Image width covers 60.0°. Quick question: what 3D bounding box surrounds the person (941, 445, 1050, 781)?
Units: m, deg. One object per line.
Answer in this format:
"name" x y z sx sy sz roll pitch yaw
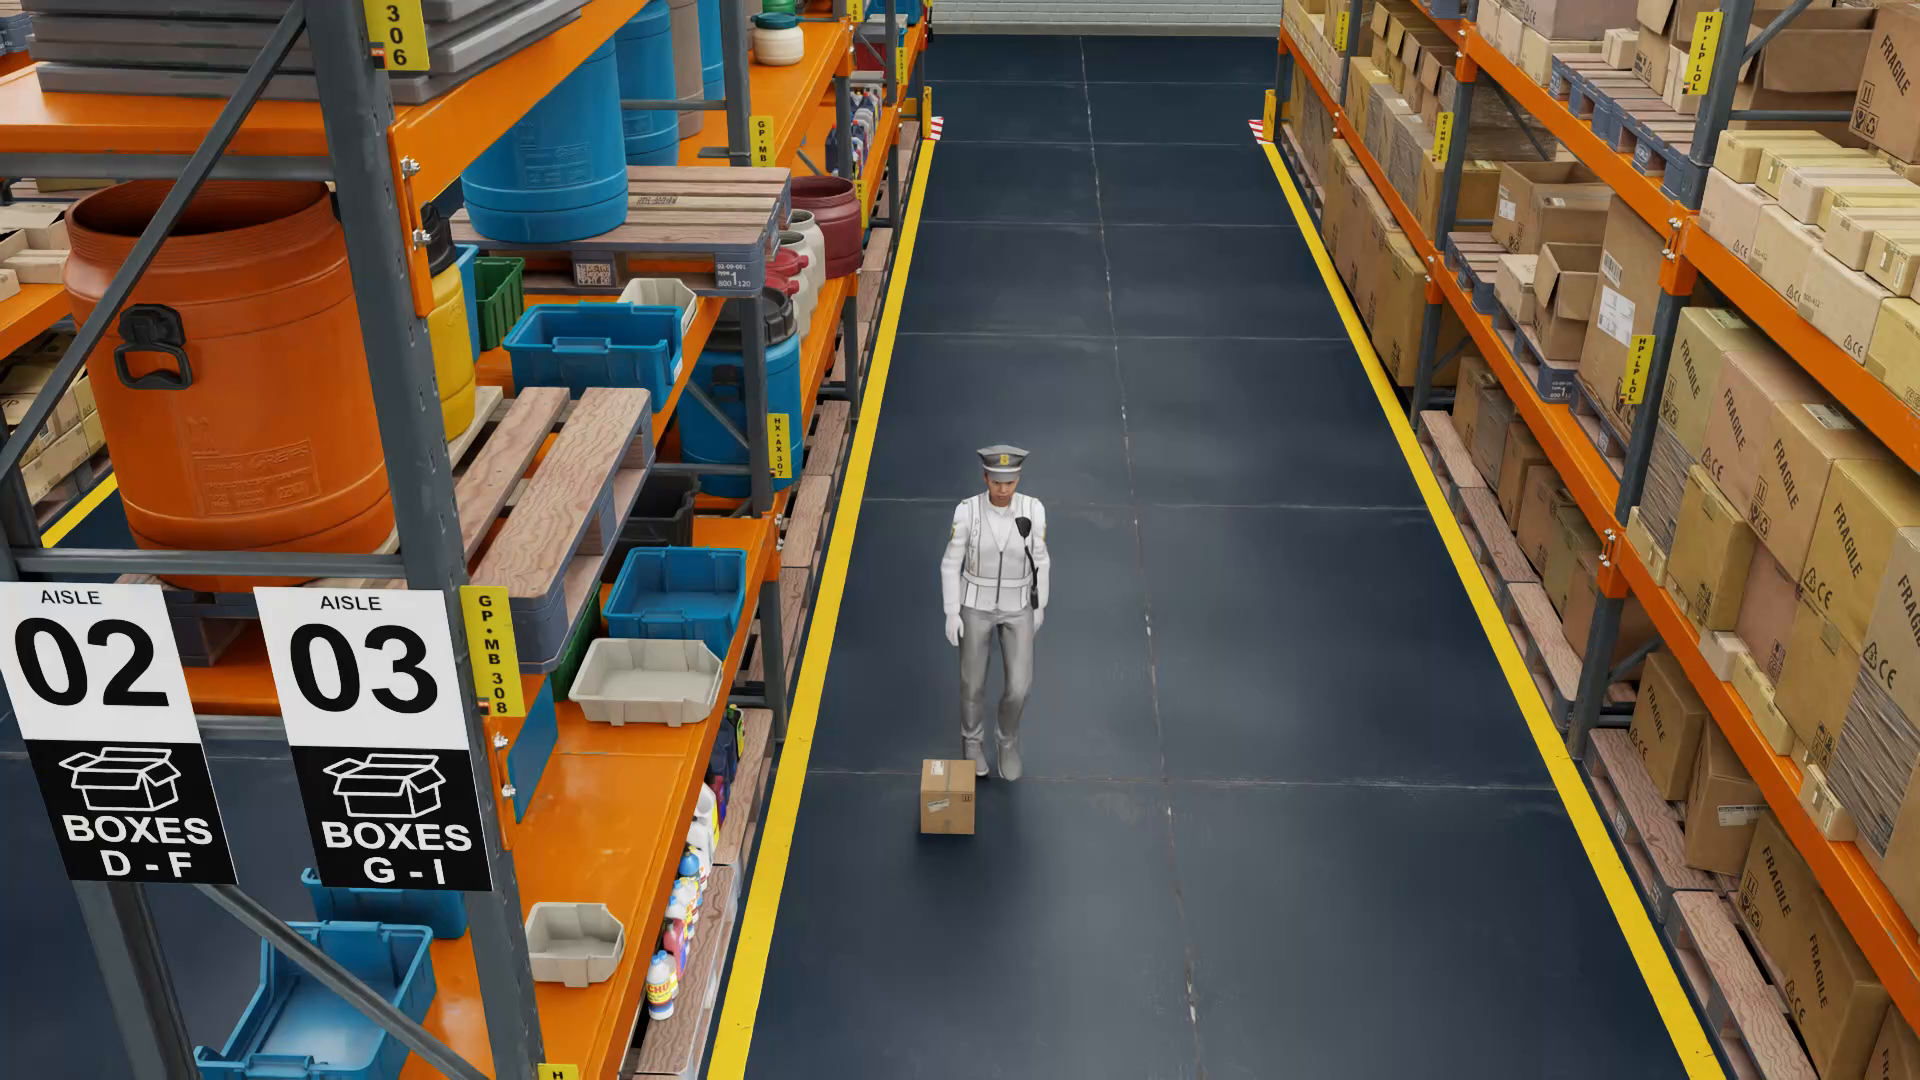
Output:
"person" 0.169 0.371 7.925 0.523 1.730 0.485 0 28 0
